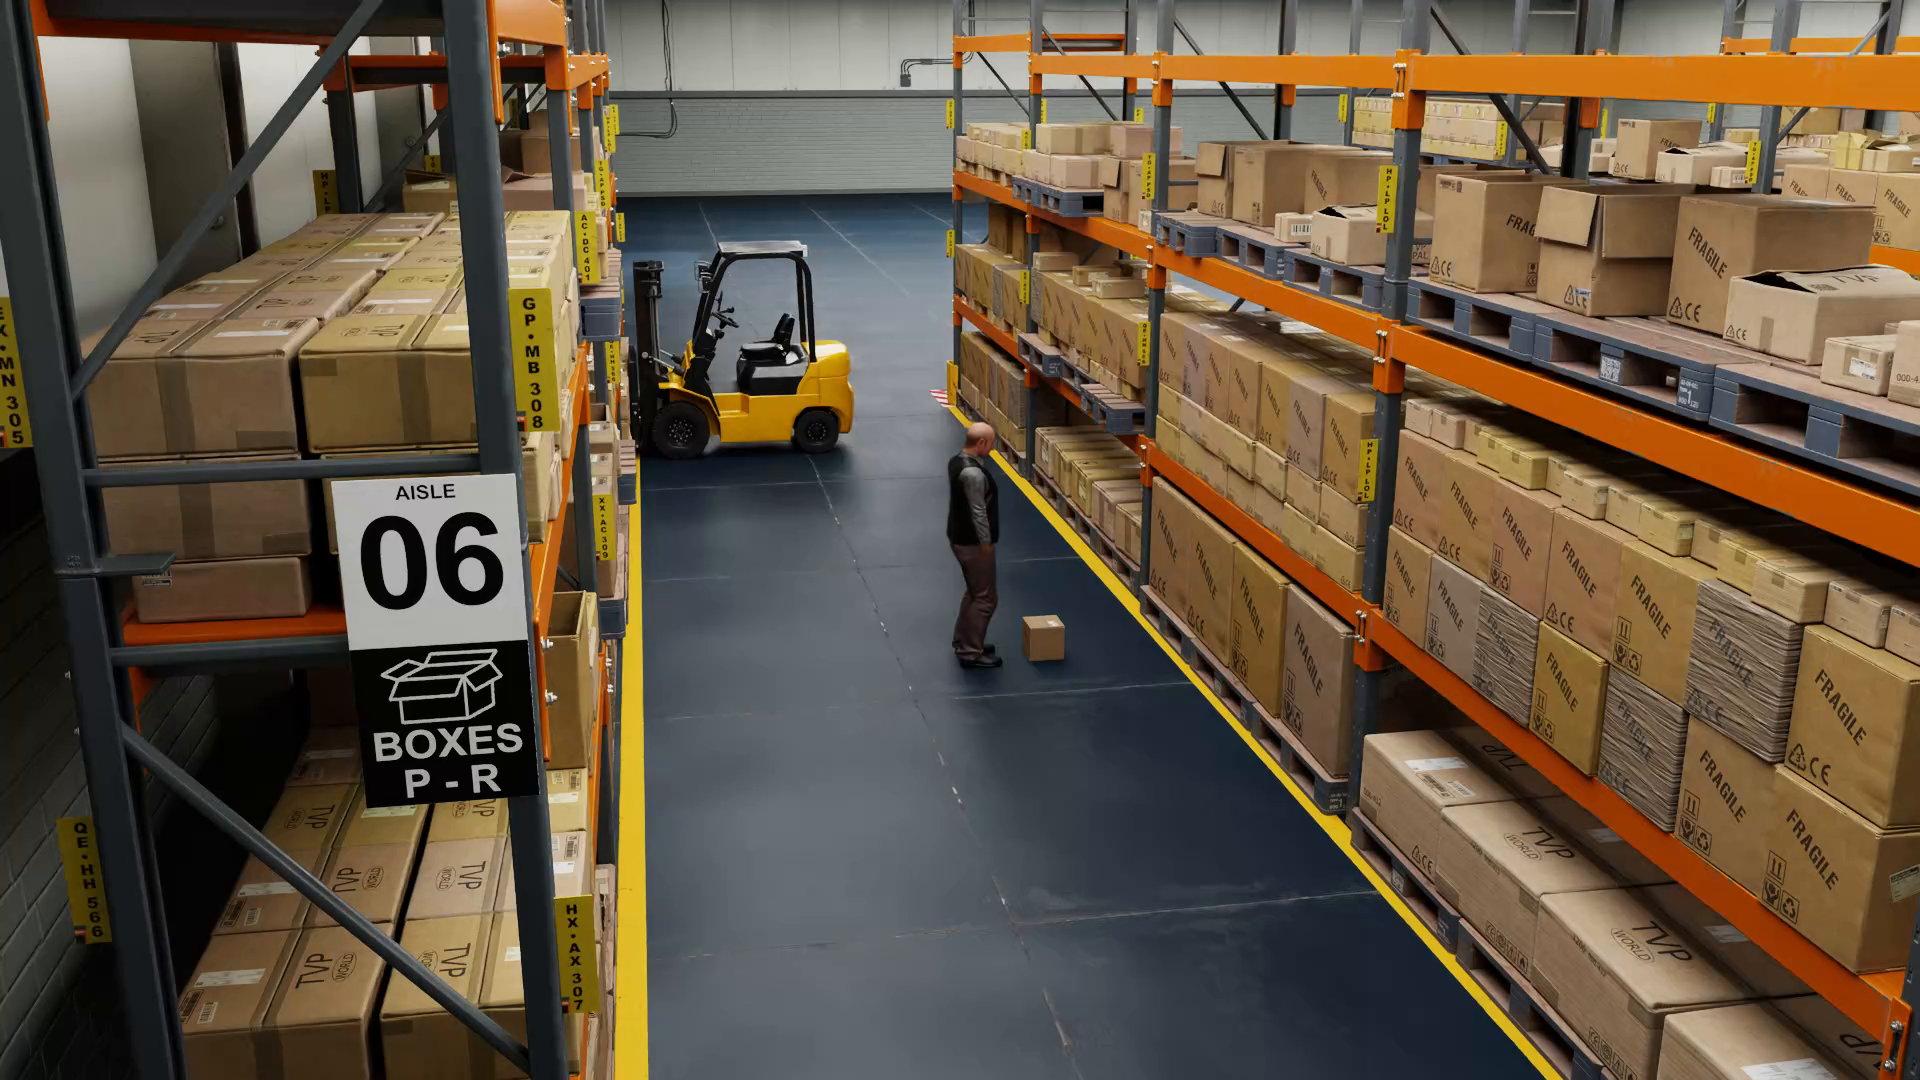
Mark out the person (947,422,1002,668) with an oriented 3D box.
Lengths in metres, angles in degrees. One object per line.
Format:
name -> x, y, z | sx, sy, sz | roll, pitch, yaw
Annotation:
person -> 0.095, 0.021, 11.549 | 0.359, 1.705, 0.540 | -3, 16, -9
